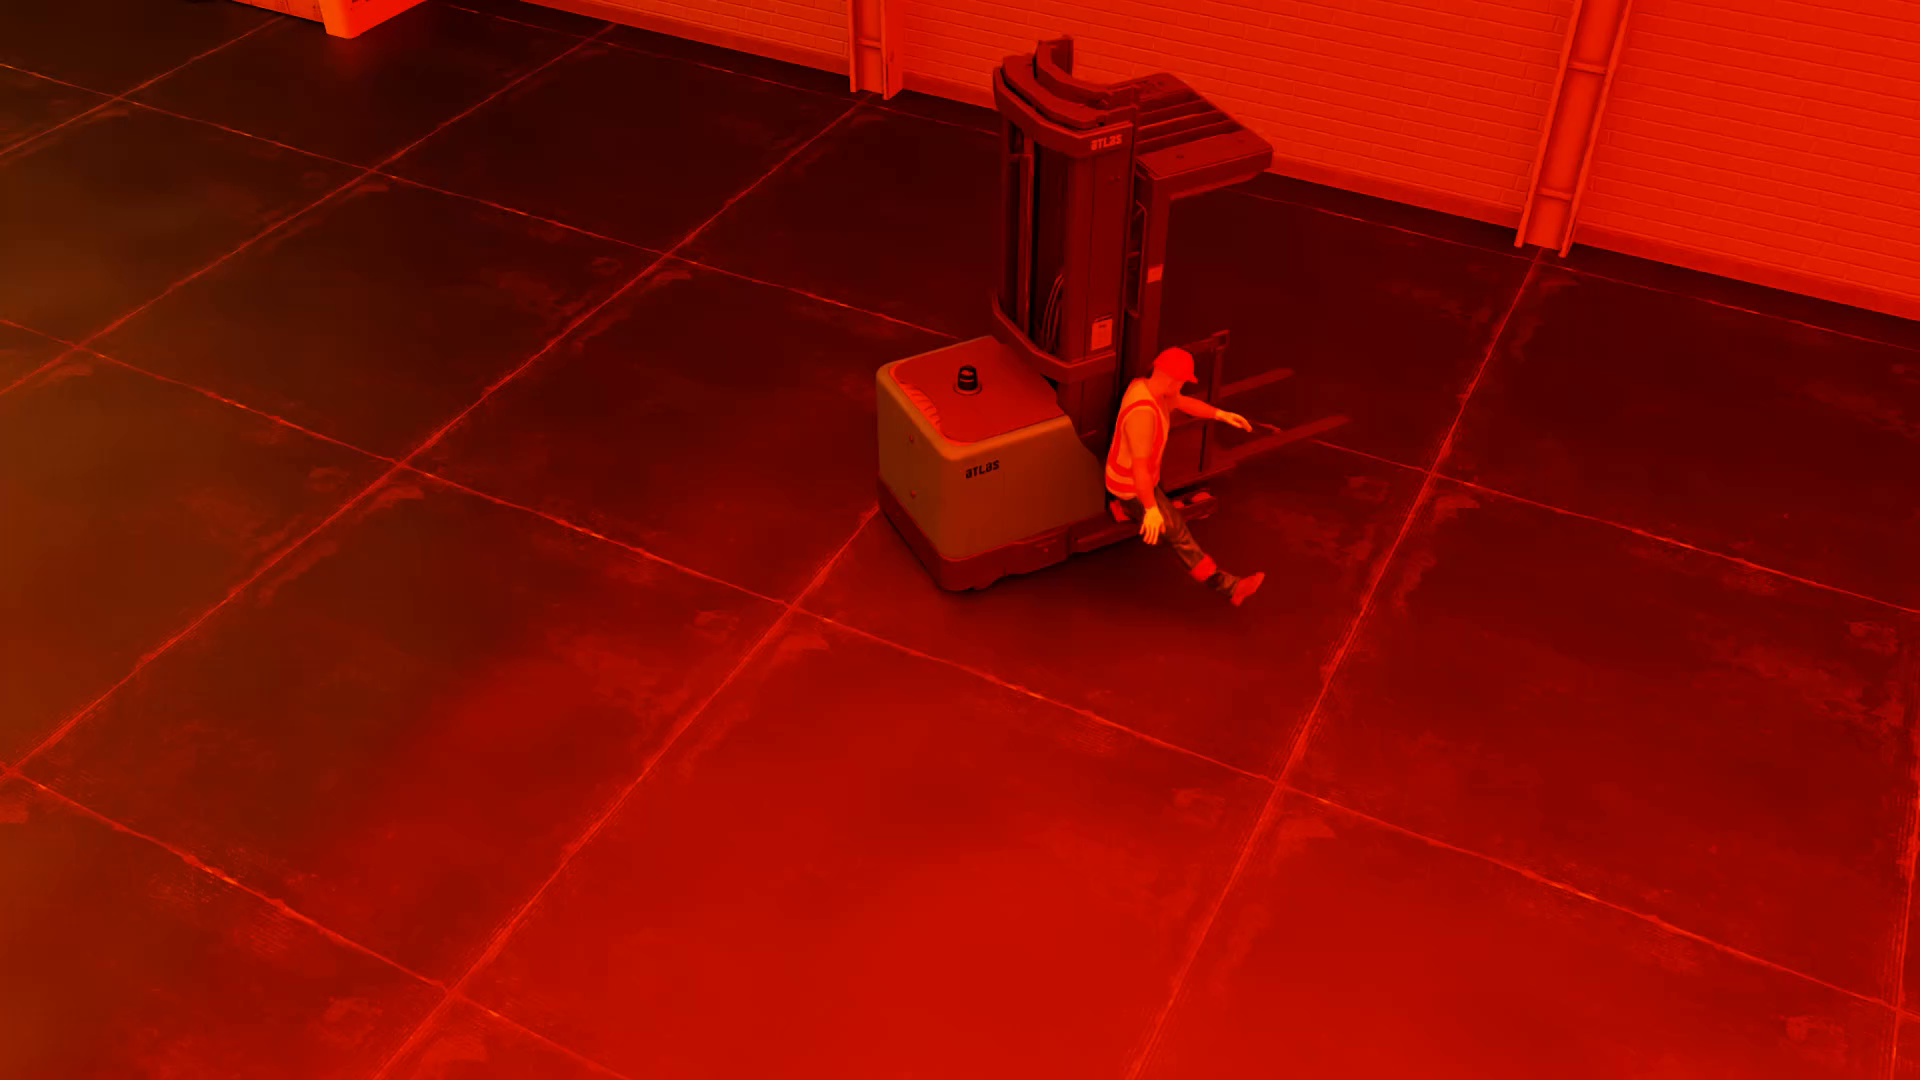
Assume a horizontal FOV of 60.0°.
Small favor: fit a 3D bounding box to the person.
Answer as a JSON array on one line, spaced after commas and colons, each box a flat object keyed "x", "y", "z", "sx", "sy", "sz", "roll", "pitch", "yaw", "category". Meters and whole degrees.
[{"x": 1.237, "y": -0.348, "z": 9.474, "sx": 1.124, "sy": 1.550, "sz": 0.916, "roll": 8, "pitch": 41, "yaw": 9, "category": "person"}]

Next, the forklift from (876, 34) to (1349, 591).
[{"x": 1.039, "y": -1.482, "z": 9.746, "sx": 3.031, "sy": 2.935, "sz": 1.130, "roll": -18, "pitch": 43, "yaw": -20, "category": "forklift"}]
